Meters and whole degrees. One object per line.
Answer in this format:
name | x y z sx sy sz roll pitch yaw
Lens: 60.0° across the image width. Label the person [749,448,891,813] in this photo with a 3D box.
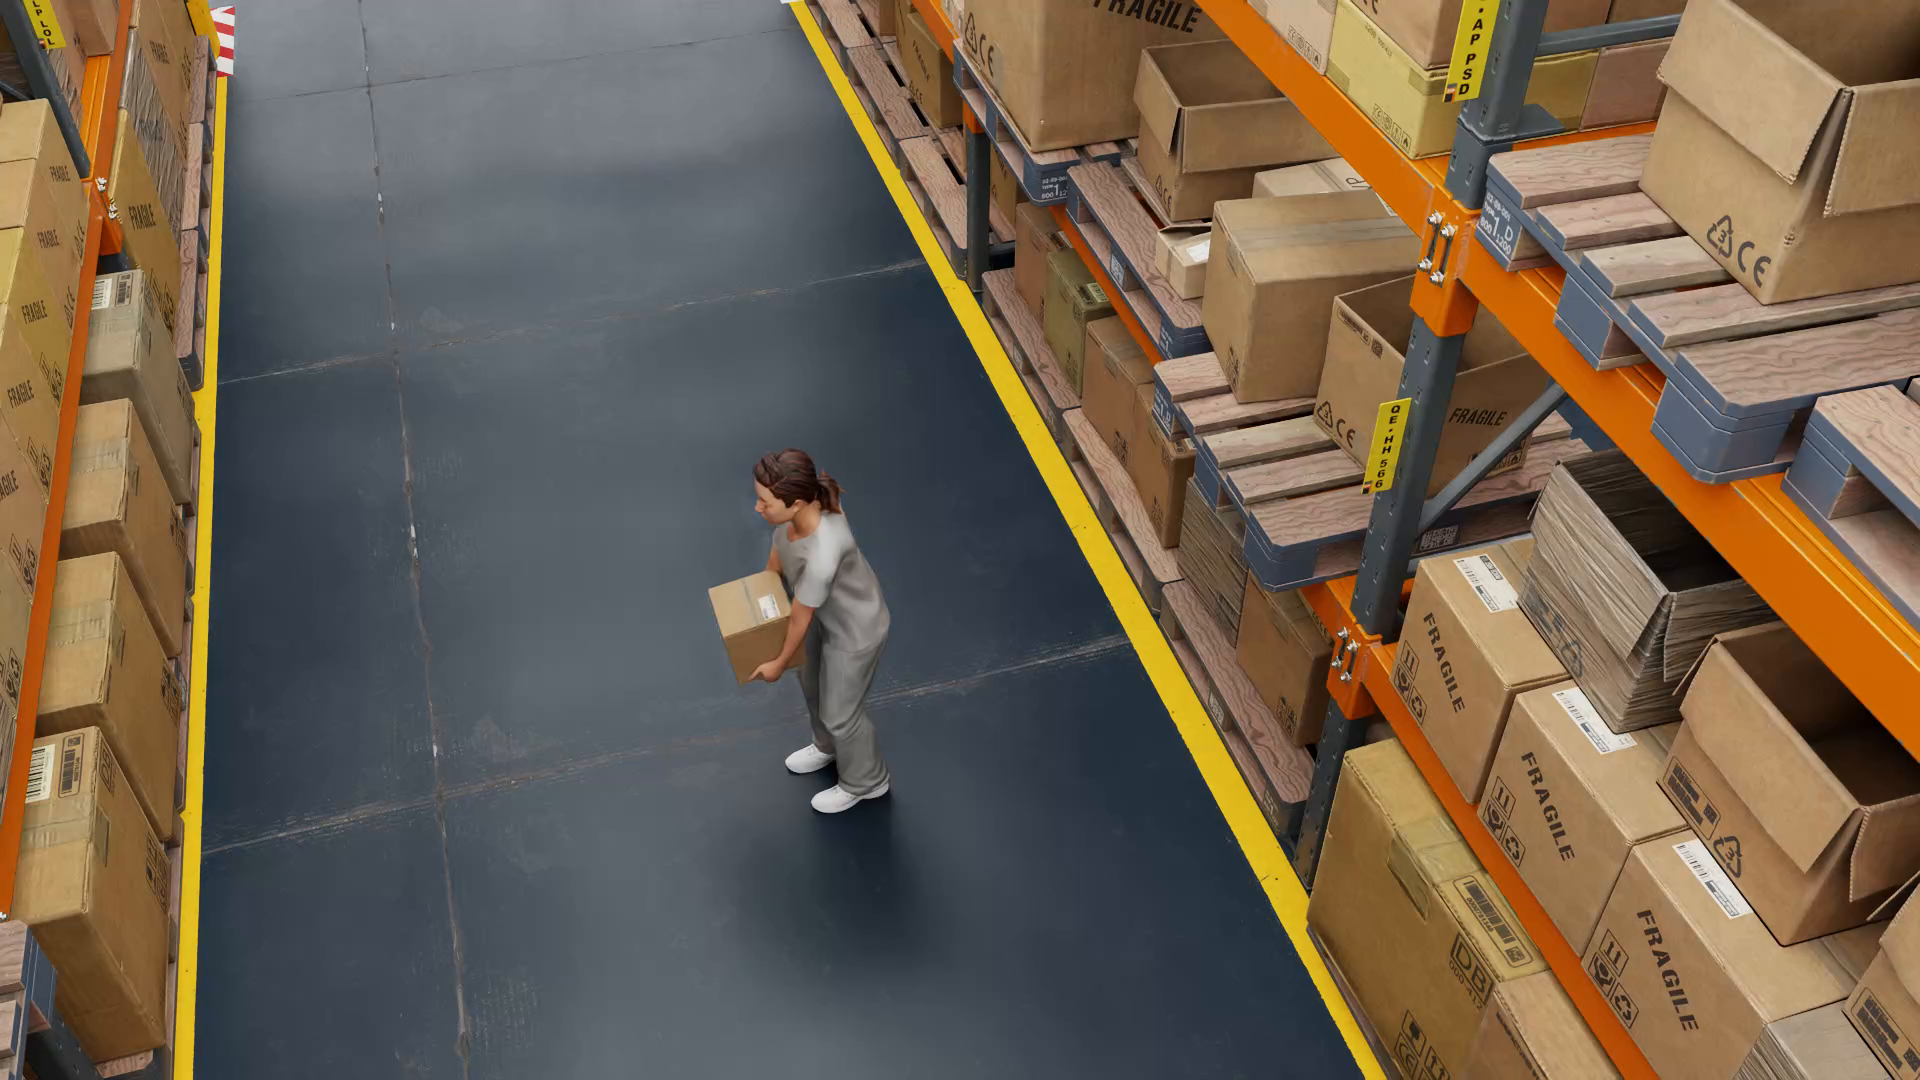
person | -0.511 0.333 5.841 0.528 1.622 0.410 -13 44 -14
